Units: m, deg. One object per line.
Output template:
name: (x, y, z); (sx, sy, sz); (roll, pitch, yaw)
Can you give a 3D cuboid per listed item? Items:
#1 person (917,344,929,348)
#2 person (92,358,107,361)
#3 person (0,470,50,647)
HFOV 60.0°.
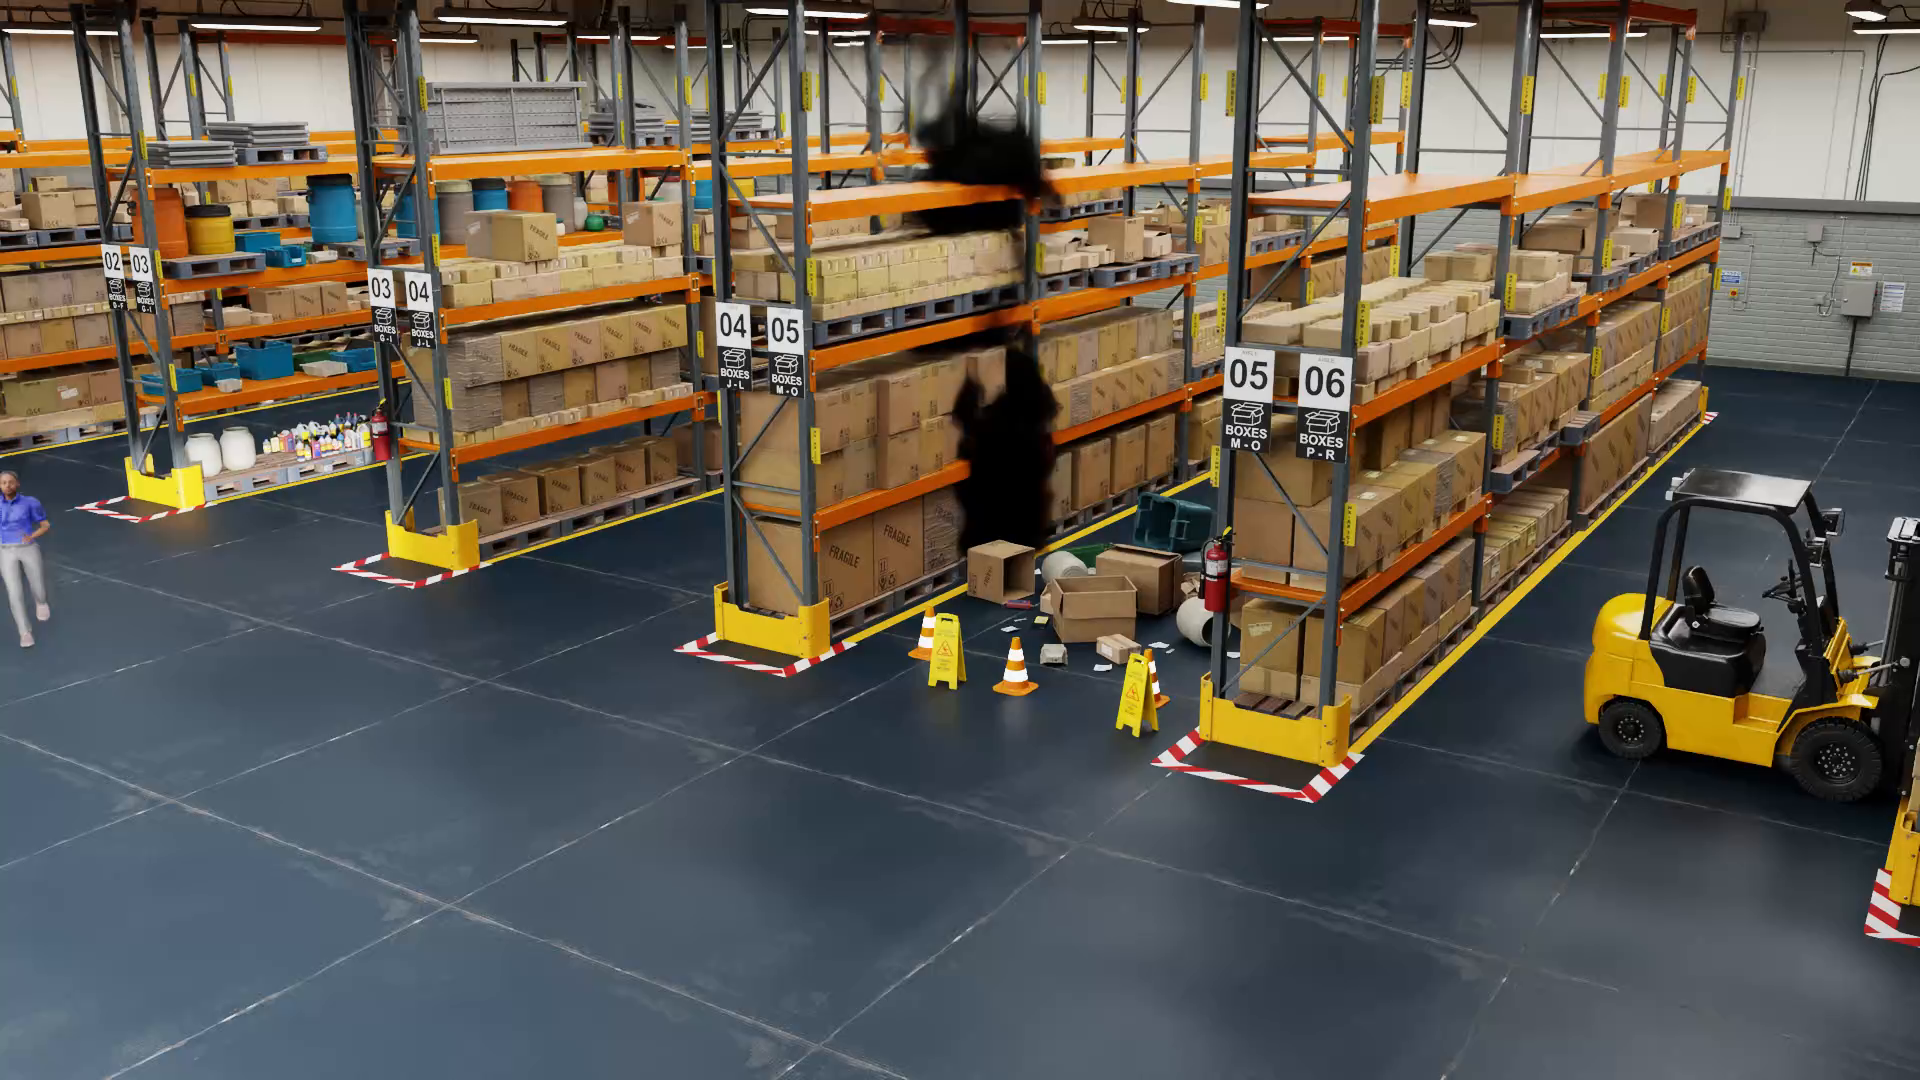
person: (-0.455, -1.642, 20.722); (0.698, 1.827, 0.931); (9, 18, 28)
person: (-13.847, -2.978, 26.845); (0.614, 1.647, 0.567); (8, 17, 26)
person: (-8.881, 0.136, 15.693); (0.588, 1.620, 0.815); (-7, 17, -24)
